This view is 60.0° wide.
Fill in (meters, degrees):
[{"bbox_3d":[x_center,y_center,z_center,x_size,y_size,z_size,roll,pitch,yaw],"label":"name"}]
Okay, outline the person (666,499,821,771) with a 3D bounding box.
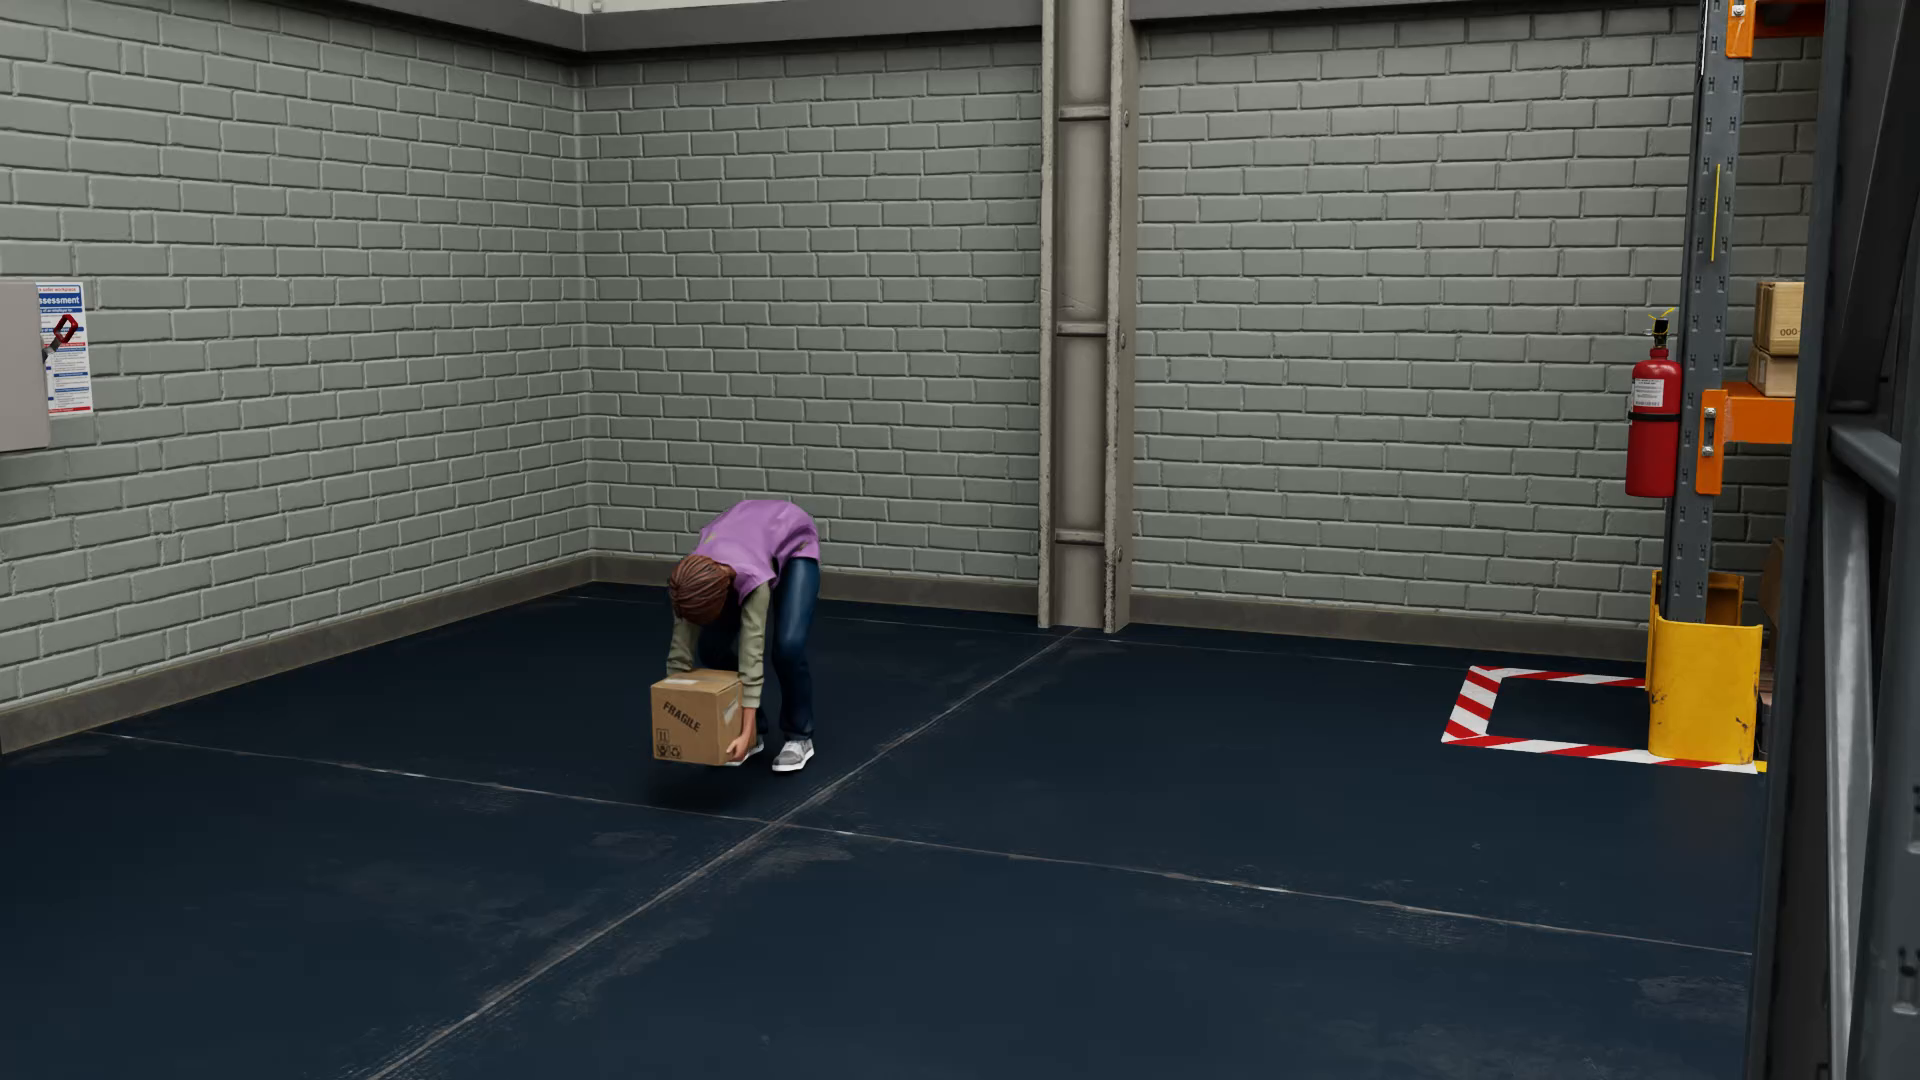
[{"bbox_3d":[-0.751,0.356,5.719,0.411,0.948,0.866,3,9,18],"label":"person"}]
